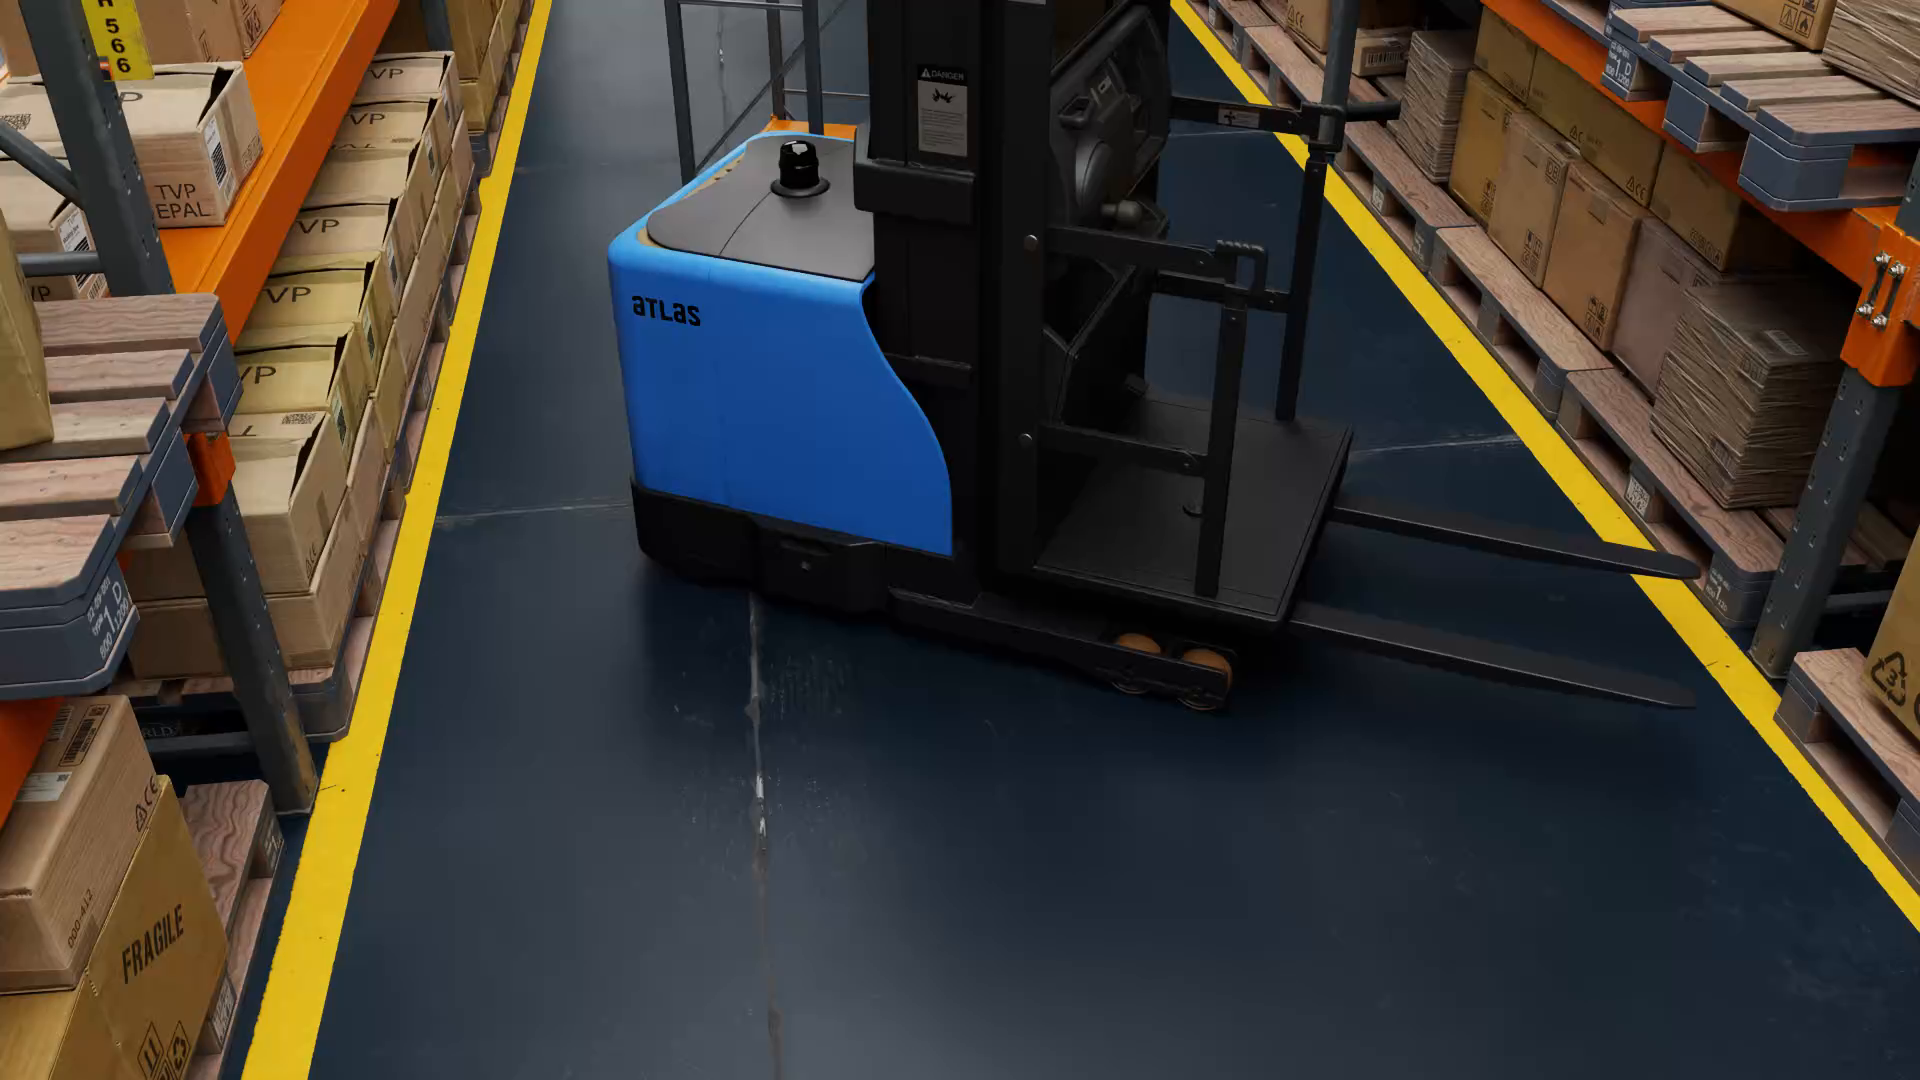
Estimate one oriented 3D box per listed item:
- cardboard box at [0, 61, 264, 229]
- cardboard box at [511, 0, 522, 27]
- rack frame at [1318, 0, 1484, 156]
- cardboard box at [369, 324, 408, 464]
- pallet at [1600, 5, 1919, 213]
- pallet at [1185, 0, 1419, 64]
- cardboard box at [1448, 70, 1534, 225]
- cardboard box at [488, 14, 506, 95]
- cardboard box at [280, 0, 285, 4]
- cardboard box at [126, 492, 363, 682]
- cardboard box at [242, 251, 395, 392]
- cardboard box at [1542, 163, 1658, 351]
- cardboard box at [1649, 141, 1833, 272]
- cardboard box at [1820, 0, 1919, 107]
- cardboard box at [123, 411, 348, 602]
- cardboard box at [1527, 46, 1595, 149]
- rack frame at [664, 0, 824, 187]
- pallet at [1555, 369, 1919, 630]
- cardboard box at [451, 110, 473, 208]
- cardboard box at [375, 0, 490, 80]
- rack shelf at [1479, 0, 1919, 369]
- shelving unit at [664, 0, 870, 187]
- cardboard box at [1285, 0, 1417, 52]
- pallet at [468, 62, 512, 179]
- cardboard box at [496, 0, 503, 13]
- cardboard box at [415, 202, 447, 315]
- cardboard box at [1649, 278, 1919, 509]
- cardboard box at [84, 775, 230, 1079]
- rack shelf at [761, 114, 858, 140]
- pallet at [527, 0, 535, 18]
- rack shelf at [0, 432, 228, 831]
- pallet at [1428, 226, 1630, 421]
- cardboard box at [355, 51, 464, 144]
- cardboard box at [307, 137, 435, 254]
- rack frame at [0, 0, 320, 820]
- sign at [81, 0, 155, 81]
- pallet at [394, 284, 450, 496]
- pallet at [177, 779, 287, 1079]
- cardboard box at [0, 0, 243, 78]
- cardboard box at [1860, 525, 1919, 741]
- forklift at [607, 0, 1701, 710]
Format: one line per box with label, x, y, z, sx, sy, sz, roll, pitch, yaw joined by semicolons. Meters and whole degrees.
cardboard box;-2.079;-1.012;4.151;0.500;0.311;0.500;-5;35;-7
cardboard box;-2.648;-2.924;8.945;0.500;0.250;0.500;-4;35;-6
rack frame;2.220;-3.145;7.201;1.000;3.000;0.127;-4;35;-6
cardboard box;-2.074;-0.457;5.326;0.500;0.250;0.500;-5;35;-8
pallet;2.556;-1.223;4.551;1.213;0.211;1.003;-4;35;-6
pallet;1.927;-3.047;9.533;1.003;0.211;1.213;-4;35;-6
cardboard box;2.454;-1.599;6.762;0.700;0.500;0.500;-5;35;-7
cardboard box;-2.513;-2.366;8.127;0.500;0.250;0.500;-4;35;-6
cardboard box;-2.531;-2.085;5.557;0.500;0.500;0.500;-2;34;-3
cardboard box;-1.930;0.113;4.489;0.500;0.250;0.500;-4;35;-7
cardboard box;-2.075;-0.696;5.178;0.500;0.311;0.500;-5;35;-8
cardboard box;2.560;-1.030;5.928;0.700;0.500;0.500;-5;35;-7
cardboard box;2.595;-1.092;5.352;0.500;0.250;0.500;-4;34;-5
cardboard box;2.684;-1.397;4.157;0.700;0.500;0.500;-8;35;-12
cardboard box;-1.930;-0.119;4.331;0.500;0.311;0.500;-3;34;-5
cardboard box;2.471;-1.658;6.183;0.500;0.250;0.500;-5;35;-8
rack frame;-0.694;-1.159;5.619;0.500;1.500;0.032;7;35;10
pallet;2.654;-0.196;5.351;1.003;0.211;1.213;-4;35;-6
cardboard box;-2.346;-1.595;6.996;0.500;0.250;0.500;-5;35;-7
cardboard box;-2.441;-2.397;7.506;0.500;0.500;0.500;-4;35;-6
rack shelf;2.489;-1.731;5.766;1.077;0.370;4.000;-4;35;-6
shelving unit;-0.591;-1.435;6.023;0.587;1.500;1.083;7;35;10
cardboard box;2.040;-2.870;8.626;0.500;0.500;0.500;-7;35;-10
pallet;-2.754;-2.062;8.088;1.003;0.211;1.213;-4;35;-6
cardboard box;-2.575;-2.955;8.325;0.500;0.500;0.500;-4;35;-6
cardboard box;-2.210;-1.027;6.163;0.500;0.250;0.500;-4;34;-5
cardboard box;2.609;-0.459;5.089;0.700;0.500;0.500;-4;34;-6
cardboard box;-1.792;0.820;3.212;0.500;0.500;0.500;-3;34;-5
rack shelf;-0.589;-1.291;6.132;0.538;0.185;1.000;7;35;10
pallet;-3.082;-3.424;10.086;1.003;0.211;1.213;-4;35;-6
rack shelf;-1.882;0.878;1.937;1.077;0.370;4.000;-4;35;-6
pallet;2.493;-0.876;6.347;1.003;0.211;1.213;-4;35;-6
cardboard box;-2.350;-1.832;6.845;0.500;0.311;0.500;-4;35;-6
cardboard box;-2.209;-1.264;6.011;0.500;0.311;0.500;-4;35;-7
rack frame;-2.151;-0.535;3.372;1.000;3.000;0.127;-4;35;-6
sign;-1.614;-1.027;3.136;0.100;0.325;0.005;-4;35;-6
pallet;-2.383;-0.525;5.832;1.003;0.211;1.213;-4;35;-6
pallet;-2.088;1.037;3.541;1.003;0.211;1.213;-4;35;-6
cardboard box;-2.392;-1.512;4.716;0.500;0.500;0.500;-6;35;-9
cardboard box;2.726;0.223;3.796;0.750;0.750;0.750;-5;35;-7
forklift;0.581;-1.084;4.238;3.031;2.935;1.130;12;36;17
